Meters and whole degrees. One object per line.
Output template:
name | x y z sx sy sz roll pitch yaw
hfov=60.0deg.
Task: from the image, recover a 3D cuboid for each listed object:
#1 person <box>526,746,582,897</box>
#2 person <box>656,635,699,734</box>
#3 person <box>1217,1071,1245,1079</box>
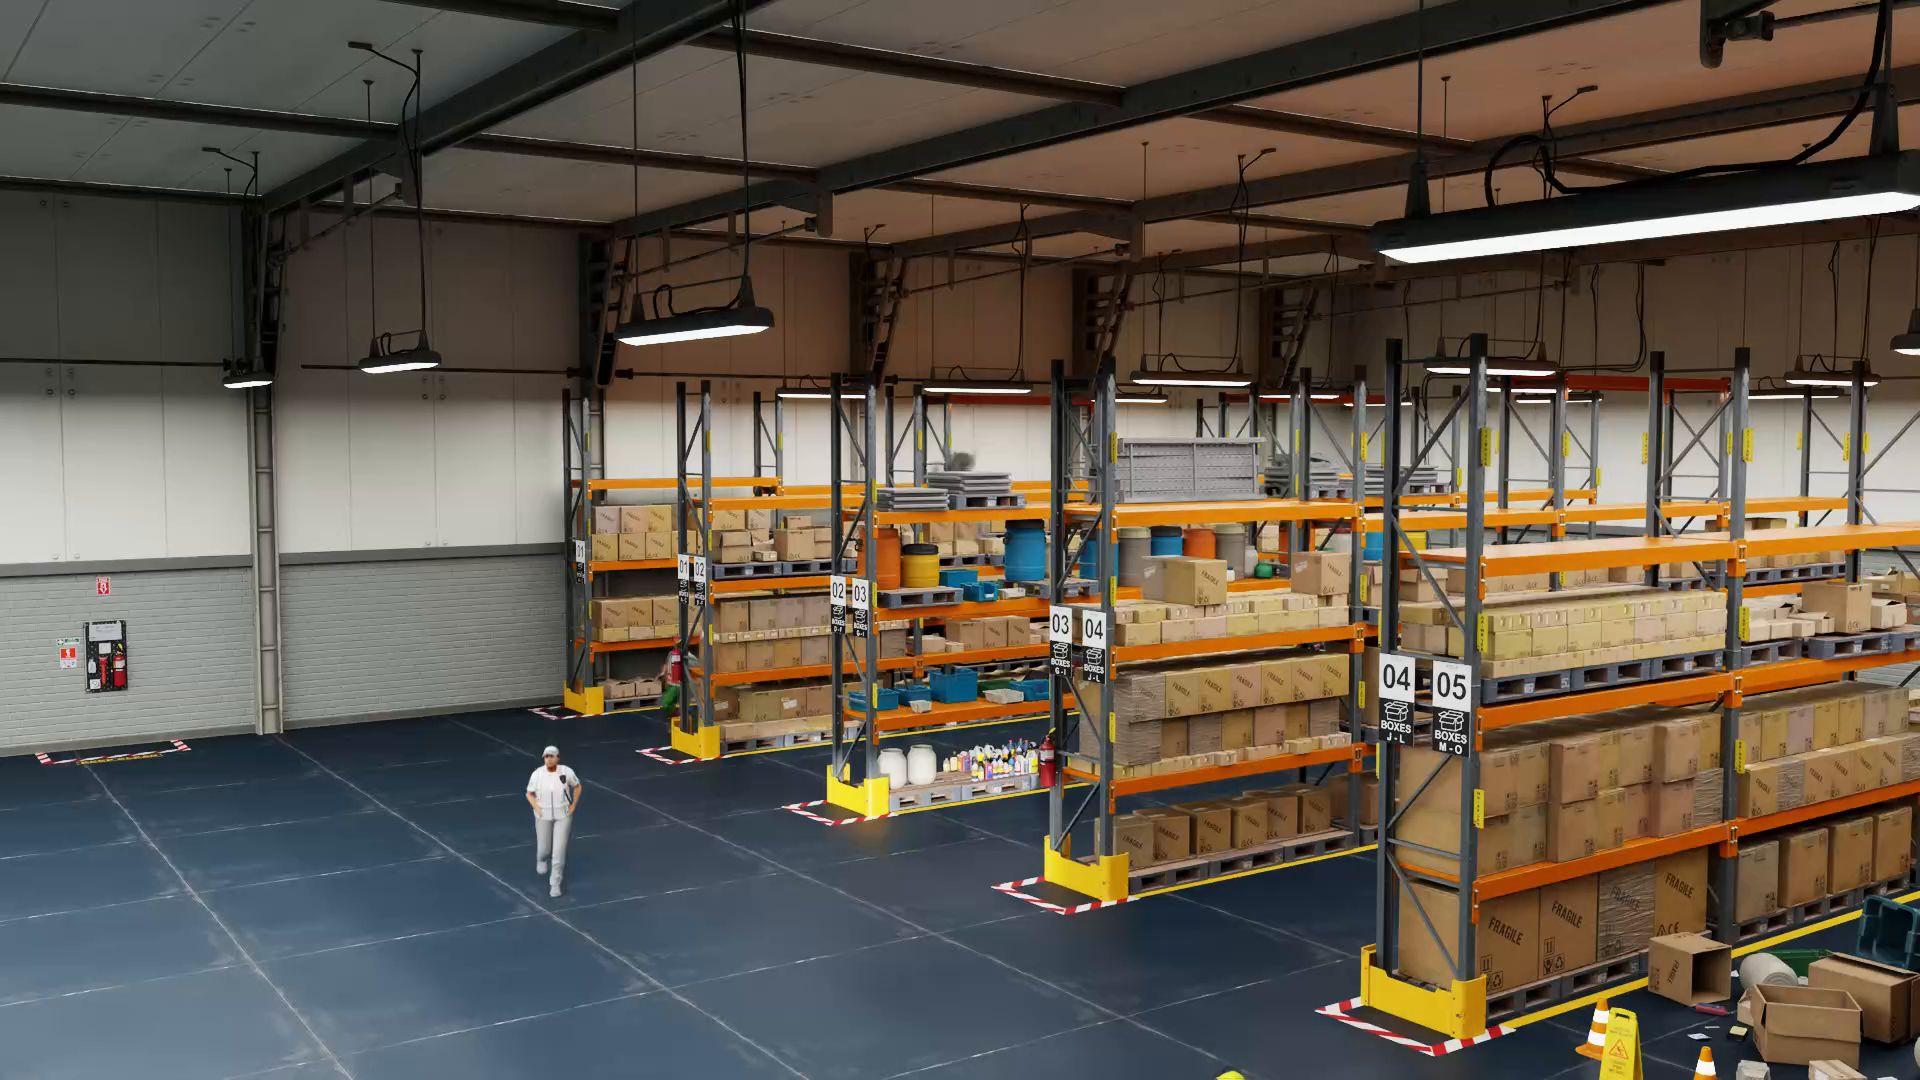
person | -4.602 3.147 18.882 0.613 1.663 0.767 -1 4 -11
person | -4.858 2.468 28.387 0.717 1.726 0.596 4 5 44
person | 1.464 3.717 8.999 0.739 1.734 0.795 1 4 17
